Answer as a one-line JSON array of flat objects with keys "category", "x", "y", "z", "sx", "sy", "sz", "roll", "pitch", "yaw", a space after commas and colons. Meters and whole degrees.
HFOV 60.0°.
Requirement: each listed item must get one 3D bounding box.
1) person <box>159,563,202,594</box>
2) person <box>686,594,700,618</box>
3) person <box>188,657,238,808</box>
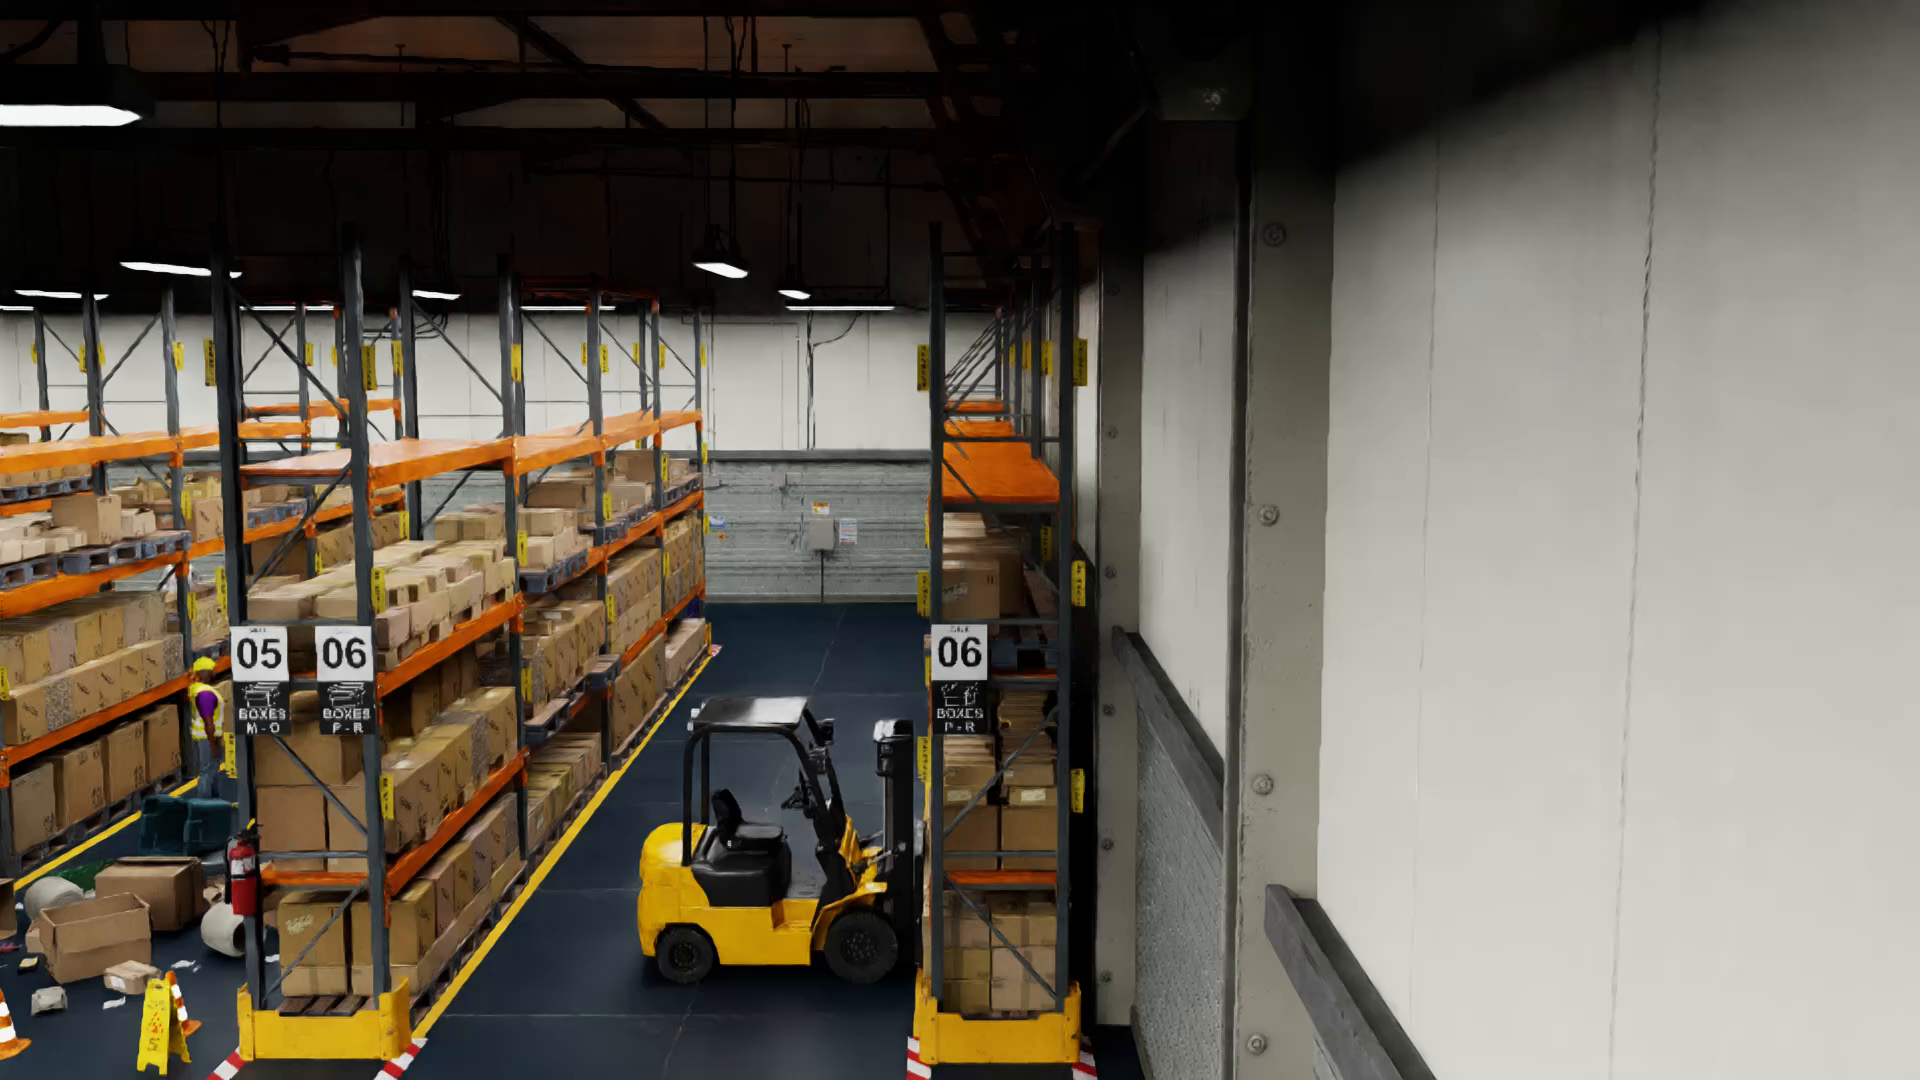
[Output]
[{"category": "person", "x": -13.357, "y": 0.977, "z": 28.587, "sx": 0.688, "sy": 1.712, "sz": 0.825, "roll": -2, "pitch": 7, "yaw": -19}, {"category": "person", "x": -5.046, "y": 0.728, "z": 31.208, "sx": 0.524, "sy": 1.673, "sz": 0.595, "roll": -5, "pitch": 8, "yaw": -36}, {"category": "person", "x": -8.191, "y": 2.150, "z": 18.227, "sx": 0.453, "sy": 1.768, "sz": 0.632, "roll": -4, "pitch": 8, "yaw": -30}]
